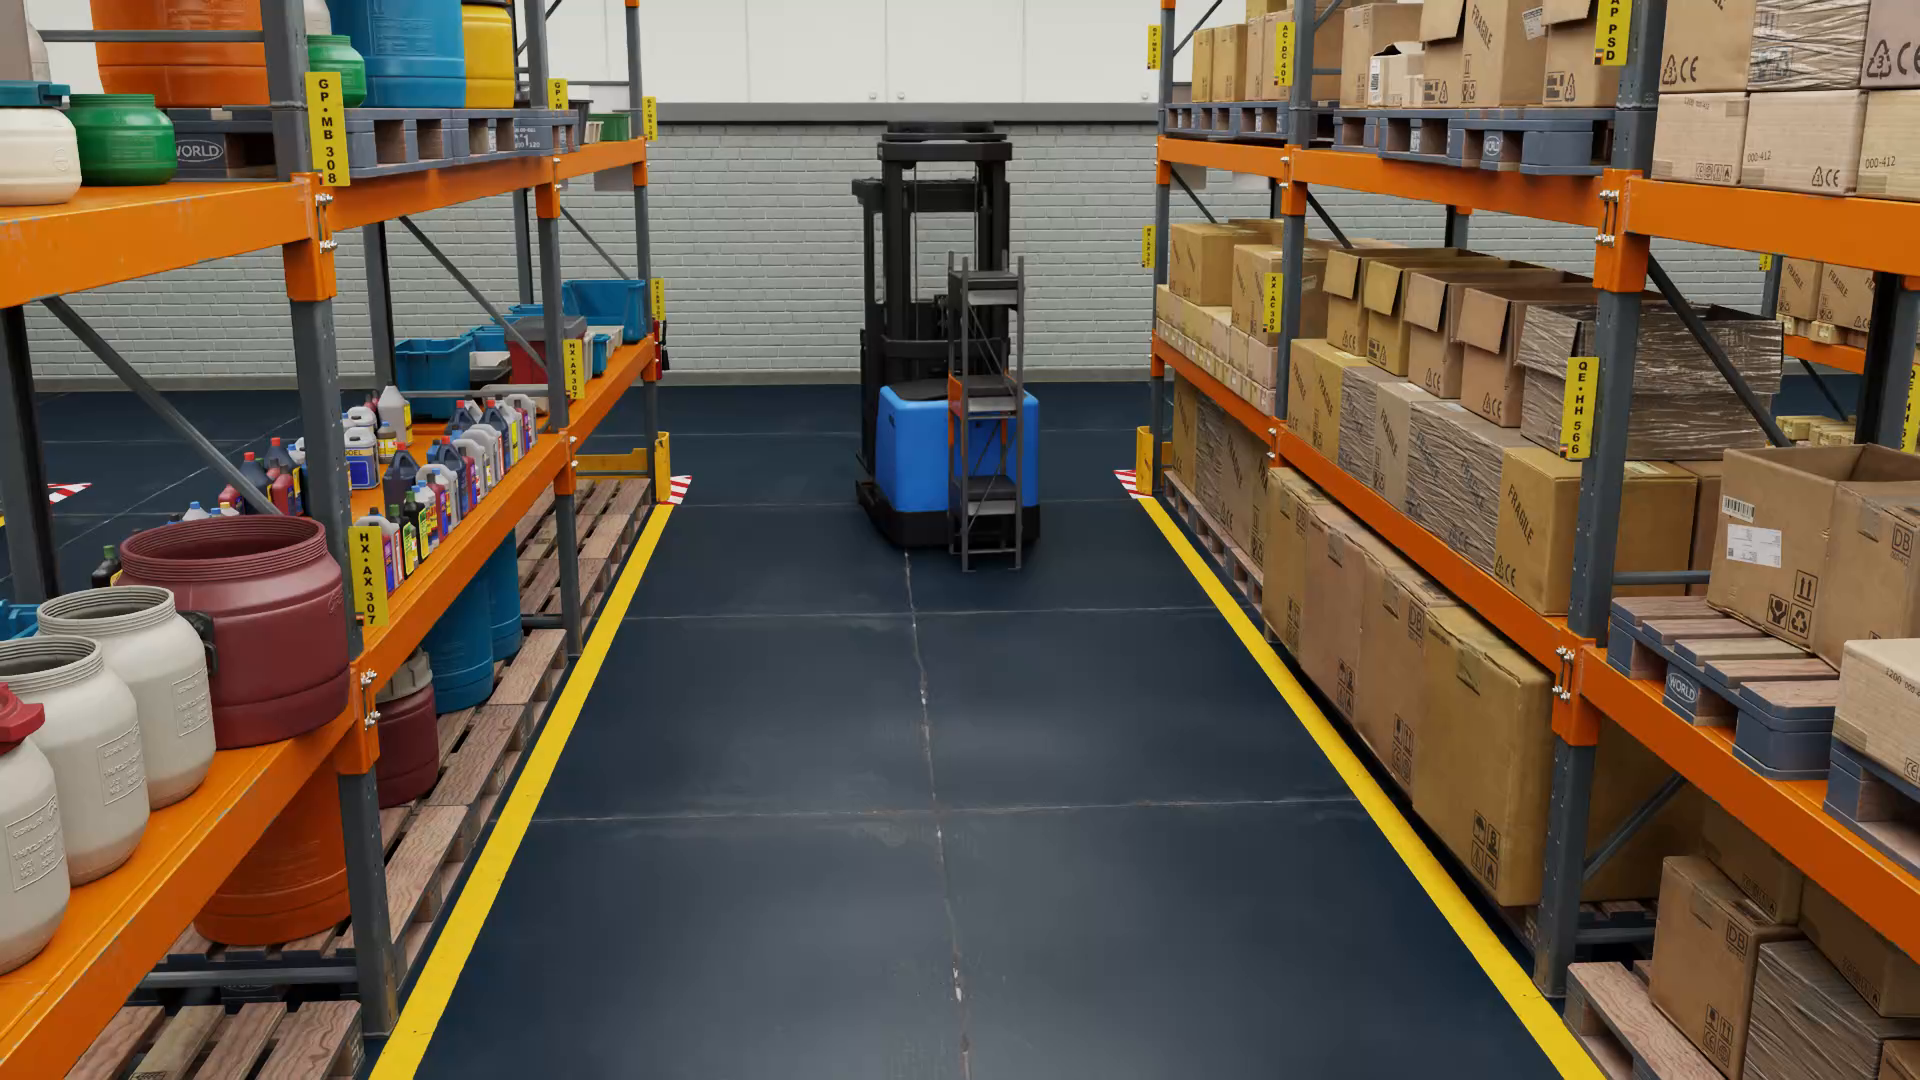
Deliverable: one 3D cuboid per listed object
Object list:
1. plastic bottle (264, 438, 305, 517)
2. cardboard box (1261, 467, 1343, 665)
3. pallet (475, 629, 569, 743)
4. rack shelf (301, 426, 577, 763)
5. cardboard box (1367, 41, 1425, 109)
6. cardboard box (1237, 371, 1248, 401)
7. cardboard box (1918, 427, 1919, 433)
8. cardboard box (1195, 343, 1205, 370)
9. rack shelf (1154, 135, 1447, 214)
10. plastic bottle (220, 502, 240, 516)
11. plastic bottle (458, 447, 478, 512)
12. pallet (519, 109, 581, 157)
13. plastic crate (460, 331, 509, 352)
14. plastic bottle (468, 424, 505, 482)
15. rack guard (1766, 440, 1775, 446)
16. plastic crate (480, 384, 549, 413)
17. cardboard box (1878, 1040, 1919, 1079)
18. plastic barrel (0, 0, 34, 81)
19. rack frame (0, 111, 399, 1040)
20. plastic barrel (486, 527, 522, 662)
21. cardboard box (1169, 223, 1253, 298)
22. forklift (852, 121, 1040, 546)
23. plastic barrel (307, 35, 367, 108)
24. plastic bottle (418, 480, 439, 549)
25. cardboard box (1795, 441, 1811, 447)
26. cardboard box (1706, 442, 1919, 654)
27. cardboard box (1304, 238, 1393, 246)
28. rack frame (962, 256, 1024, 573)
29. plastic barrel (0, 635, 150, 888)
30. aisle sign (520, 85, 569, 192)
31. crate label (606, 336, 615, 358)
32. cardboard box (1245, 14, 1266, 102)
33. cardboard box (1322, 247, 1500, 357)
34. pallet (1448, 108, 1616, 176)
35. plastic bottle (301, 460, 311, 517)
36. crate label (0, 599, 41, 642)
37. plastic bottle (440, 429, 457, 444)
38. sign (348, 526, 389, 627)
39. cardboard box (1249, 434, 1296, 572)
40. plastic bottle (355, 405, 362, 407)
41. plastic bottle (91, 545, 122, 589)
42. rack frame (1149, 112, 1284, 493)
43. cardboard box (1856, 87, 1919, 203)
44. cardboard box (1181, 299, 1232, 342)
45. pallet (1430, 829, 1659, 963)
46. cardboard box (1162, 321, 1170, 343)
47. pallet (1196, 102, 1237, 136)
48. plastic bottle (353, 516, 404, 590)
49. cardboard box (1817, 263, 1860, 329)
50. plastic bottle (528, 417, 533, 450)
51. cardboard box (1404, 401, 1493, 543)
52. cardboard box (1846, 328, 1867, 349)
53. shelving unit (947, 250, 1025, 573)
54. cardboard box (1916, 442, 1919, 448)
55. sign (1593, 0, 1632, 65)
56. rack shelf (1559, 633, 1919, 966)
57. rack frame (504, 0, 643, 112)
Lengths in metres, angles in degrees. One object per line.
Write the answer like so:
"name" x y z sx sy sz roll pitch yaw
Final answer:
"plastic bottle" -2.917 -0.268 7.149 0.144 0.351 0.185 -1 14 -3
"cardboard box" 2.348 0.119 8.967 1.225 0.875 0.875 -1 14 -3
"pallet" -2.649 0.753 8.674 1.003 0.211 1.213 -1 14 -3
"rack shelf" -2.531 0.056 7.232 1.077 0.370 4.000 -1 14 -3
"cardboard box" 2.266 -2.205 7.891 0.500 0.311 0.500 -1 14 -5
"cardboard box" 1.910 -0.943 10.176 0.380 0.149 0.250 -1 14 -4
"cardboard box" 7.384 -0.769 12.682 0.380 0.149 0.250 -1 14 -5
"cardboard box" 1.829 -1.263 11.420 0.380 0.149 0.250 -1 14 -5
"rack shelf" 2.164 -2.468 11.021 1.077 0.370 4.000 -1 14 -3
"plastic bottle" -2.904 -0.048 6.593 0.097 0.201 0.097 0 14 0
"plastic bottle" -2.172 -0.276 7.312 0.061 0.283 0.133 -1 14 -3
"pallet" -2.509 -1.957 7.973 1.213 0.211 1.003 -1 14 -3
"plastic crate" -3.116 -1.264 11.134 0.416 0.233 0.300 -1 14 -3
"plastic bottle" -2.254 -0.420 7.888 0.152 0.276 0.135 -1 14 -3
"rack guard" 7.002 -0.683 13.677 1.175 0.500 0.348 -1 14 -3
"plastic crate" -2.542 -0.809 9.559 0.396 0.136 0.243 -1 14 -3
"cardboard box" 2.686 1.571 4.033 0.700 0.500 0.500 0 14 1
"plastic barrel" -2.573 -1.283 3.966 0.600 0.901 0.600 0 14 0
"rack frame" -2.408 0.205 5.209 1.000 3.000 0.127 -1 14 -3
"plastic barrel" -2.639 0.159 8.757 0.600 0.901 0.708 -1 14 -3
"cardboard box" 1.831 -2.047 12.163 0.500 0.500 0.500 -1 14 -5
"forklift" -0.220 -1.700 12.751 1.130 2.935 3.031 -3 15 -11
"plastic barrel" -2.244 -1.643 5.840 0.294 0.245 0.294 0 14 0
"plastic bottle" -2.149 -0.104 6.669 0.097 0.271 0.097 0 14 0
"cardboard box" 6.734 -0.676 12.914 0.380 0.149 0.250 -1 14 -4
"cardboard box" 2.609 0.011 4.922 0.500 0.500 0.500 -3 15 -10
"cardboard box" 2.454 -1.676 10.718 0.500 0.500 0.500 -1 14 -5
"rack frame" 0.214 -0.805 10.940 0.400 2.100 0.015 -3 15 -11
"plastic barrel" -2.105 0.508 3.806 0.421 0.512 0.421 0 14 0
"aisle sign" -3.204 -3.057 12.669 0.394 0.787 0.004 -1 14 -3
"crate label" -2.627 -1.344 11.641 0.396 0.136 0.243 -1 14 -3
"cardboard box" 2.151 -2.946 10.194 0.700 0.500 0.500 0 14 -1
"cardboard box" 2.336 -1.241 8.618 0.797 0.503 0.637 -1 14 -5
"pallet" 2.443 -1.392 5.775 1.213 0.211 1.003 0 14 -1
"plastic bottle" -2.799 -0.243 7.208 0.097 0.271 0.097 0 14 0
"crate label" -2.616 0.439 4.228 0.502 0.435 0.616 -1 14 -3
"plastic bottle" -2.369 -0.378 7.733 0.097 0.271 0.097 0 14 0
"sign" -1.859 0.116 5.228 0.100 0.325 0.005 -1 14 -3
"cardboard box" 2.327 -0.206 10.227 0.875 0.875 0.875 -1 14 -3
"plastic bottle" -3.019 -0.544 8.378 0.097 0.271 0.097 0 14 0
"plastic bottle" -2.858 0.168 5.589 0.061 0.283 0.133 -1 14 -3
"rack frame" 2.040 -1.861 13.239 1.000 3.000 0.127 -1 14 -3
"cardboard box" 2.384 -0.875 3.689 0.500 0.250 0.500 -1 14 -2
"cardboard box" 1.867 -1.554 11.752 0.500 0.250 0.500 -1 14 -5
"pallet" 2.562 1.282 6.620 1.003 0.211 1.213 -1 14 -3
"cardboard box" 1.750 -1.582 12.659 0.380 0.149 0.250 -1 14 -4
"pallet" 2.175 -2.782 10.977 1.003 0.211 1.213 -1 14 -3
"plastic bottle" -2.140 0.038 6.109 0.152 0.276 0.135 -1 14 -3
"cardboard box" 6.808 -1.856 12.423 0.500 0.500 0.500 -1 14 -3
"plastic bottle" -2.274 -0.572 8.628 0.097 0.201 0.097 0 14 0
"cardboard box" 2.198 -0.292 6.940 0.500 0.500 0.500 -1 14 -5
"cardboard box" 6.863 -1.512 12.388 0.380 0.149 0.250 0 14 -1
"shelving unit" 0.167 -0.864 11.172 0.431 2.100 0.503 -3 15 -11
"cardboard box" 6.821 -0.627 12.127 0.380 0.149 0.250 0 14 -1
"sign" 1.981 -1.606 5.032 0.100 0.325 0.005 -1 14 -3
"rack shelf" 2.660 0.975 3.662 1.077 0.370 4.000 -1 14 -3
"rack frame" -2.903 -4.690 12.194 1.000 3.000 0.127 -1 14 -3
